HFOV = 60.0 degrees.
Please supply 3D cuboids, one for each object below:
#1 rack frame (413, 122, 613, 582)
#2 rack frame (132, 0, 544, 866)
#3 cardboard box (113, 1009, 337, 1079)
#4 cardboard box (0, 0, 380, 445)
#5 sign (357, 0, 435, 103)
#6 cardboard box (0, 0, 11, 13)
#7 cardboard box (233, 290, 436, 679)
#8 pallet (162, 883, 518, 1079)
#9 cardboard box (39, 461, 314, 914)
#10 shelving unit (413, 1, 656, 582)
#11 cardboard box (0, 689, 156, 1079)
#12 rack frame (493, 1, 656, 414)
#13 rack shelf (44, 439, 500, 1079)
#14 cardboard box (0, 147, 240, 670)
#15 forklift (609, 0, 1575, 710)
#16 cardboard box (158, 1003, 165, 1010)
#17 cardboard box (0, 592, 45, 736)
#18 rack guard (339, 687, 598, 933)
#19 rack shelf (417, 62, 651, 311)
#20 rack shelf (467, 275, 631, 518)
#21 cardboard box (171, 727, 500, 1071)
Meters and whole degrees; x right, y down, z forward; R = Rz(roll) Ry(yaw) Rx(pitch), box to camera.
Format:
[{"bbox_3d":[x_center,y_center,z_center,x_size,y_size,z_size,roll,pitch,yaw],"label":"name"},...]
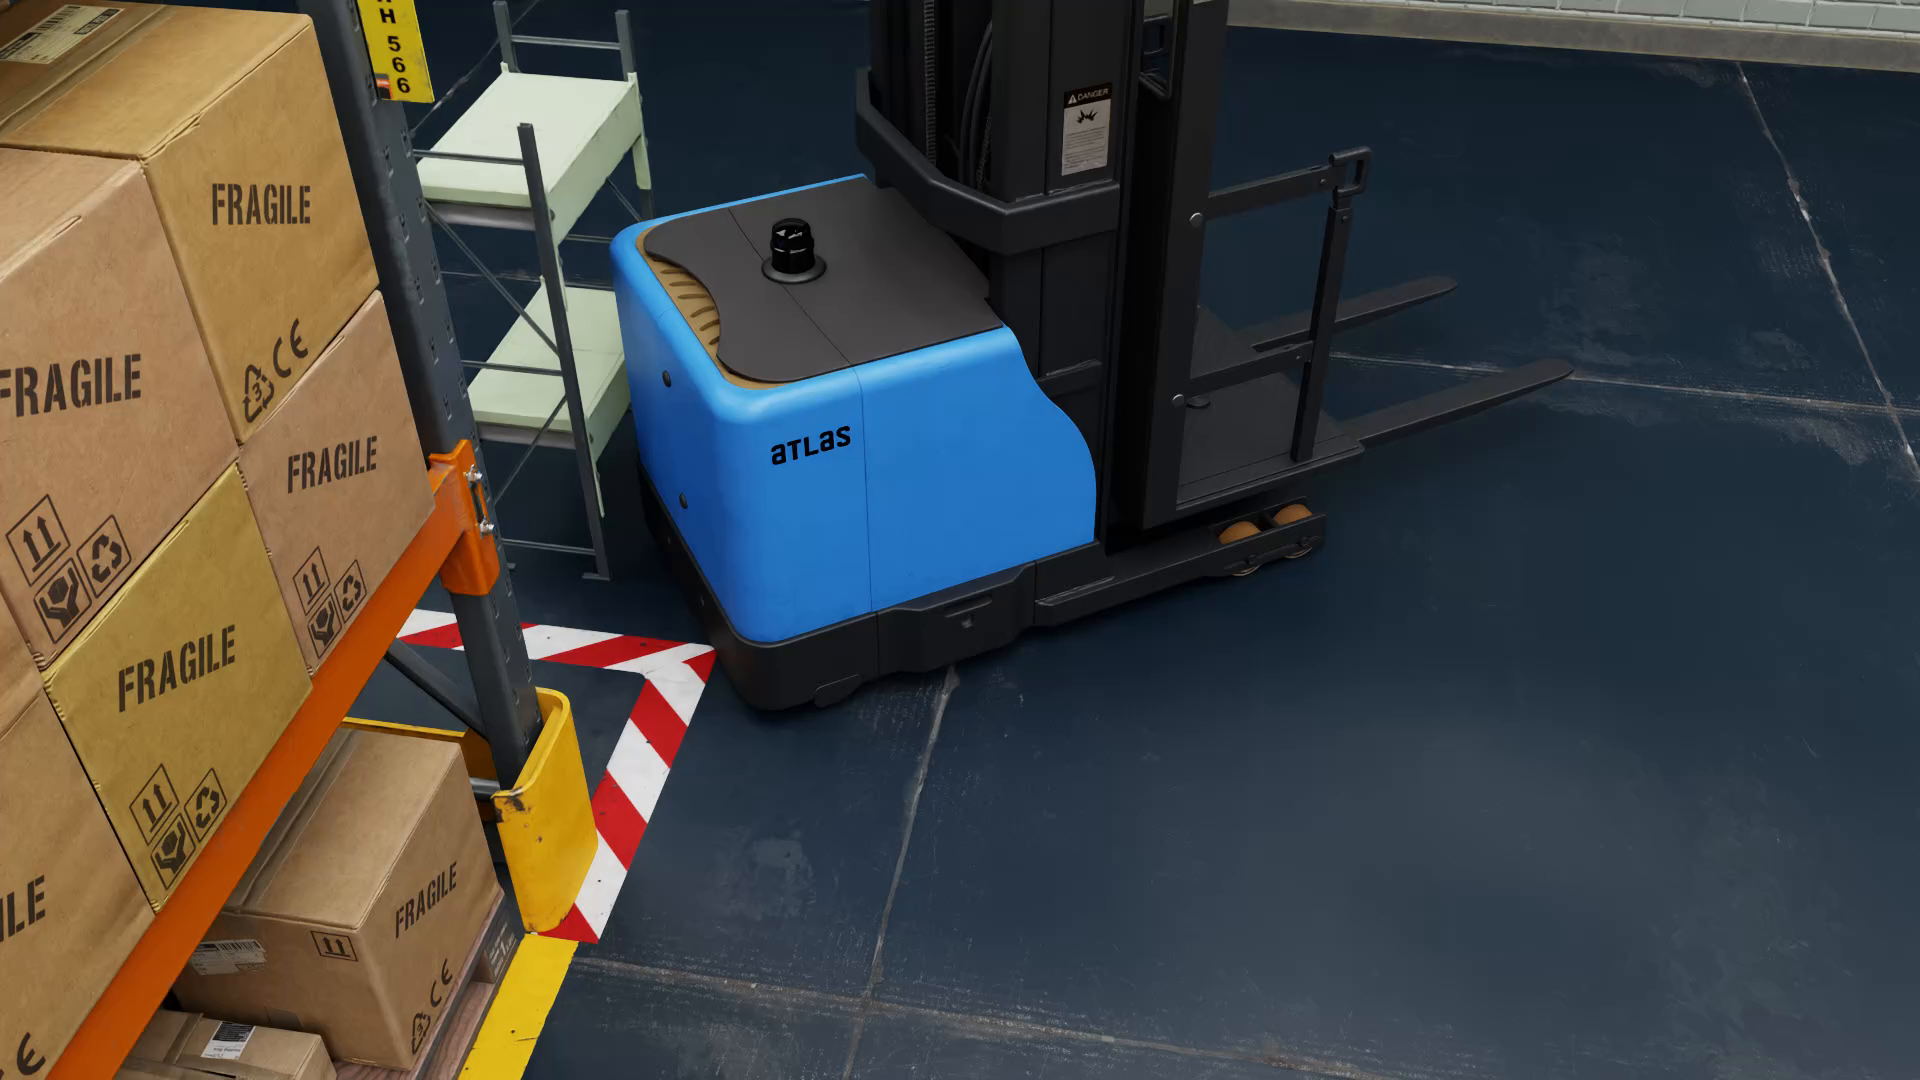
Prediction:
[{"bbox_3d":[-1.266,-0.478,4.652,0.400,1.500,0.023,7,40,8],"label":"rack frame"},{"bbox_3d":[-1.517,-0.405,3.386,1.000,3.000,0.127,6,40,8],"label":"rack frame"},{"bbox_3d":[-1.527,1.130,3.408,0.380,0.166,0.250,6,40,8],"label":"cardboard box"},{"bbox_3d":[-1.323,-0.519,2.661,0.500,0.500,0.500,6,40,7],"label":"cardboard box"},{"bbox_3d":[-0.973,-0.900,2.827,0.100,0.325,0.005,6,40,8],"label":"sign"},{"bbox_3d":[-1.853,-0.580,2.734,0.500,0.500,0.500,8,40,9],"label":"cardboard box"},{"bbox_3d":[-1.326,-0.133,2.978,0.500,0.500,0.500,8,40,9],"label":"cardboard box"},{"bbox_3d":[-1.667,1.218,3.612,1.003,0.211,1.213,6,40,8],"label":"pallet"},{"bbox_3d":[-1.412,0.193,2.584,0.500,0.500,0.500,7,40,8],"label":"cardboard box"},{"bbox_3d":[-1.201,-0.708,4.929,0.431,1.500,0.755,7,40,8],"label":"shelving unit"},{"bbox_3d":[-1.504,0.506,2.206,0.500,0.500,0.500,7,40,8],"label":"cardboard box"},{"bbox_3d":[-1.136,-0.937,5.207,0.400,1.500,0.023,7,40,8],"label":"rack frame"},{"bbox_3d":[-1.863,1.127,2.097,1.077,0.370,4.000,6,40,8],"label":"rack shelf"},{"bbox_3d":[-1.409,-0.202,2.278,0.500,0.500,0.500,7,40,9],"label":"cardboard box"},{"bbox_3d":[0.566,-1.305,4.528,3.031,2.935,1.130,-17,43,-20],"label":"forklift"},{"bbox_3d":[-1.977,1.109,3.368,0.500,0.250,0.500,6,40,8],"label":"cardboard box"},{"bbox_3d":[-1.494,0.124,1.883,0.500,0.500,0.500,7,40,9],"label":"cardboard box"},{"bbox_3d":[-1.530,0.606,4.125,1.175,0.500,0.348,6,40,8],"label":"rack guard"},{"bbox_3d":[-1.201,-1.009,4.680,0.431,0.370,0.720,7,40,8],"label":"rack shelf"},{"bbox_3d":[-1.201,-0.457,5.137,0.431,0.370,0.720,7,40,8],"label":"rack shelf"},{"bbox_3d":[-1.368,0.757,3.597,0.500,0.500,0.500,6,40,8],"label":"cardboard box"}]
